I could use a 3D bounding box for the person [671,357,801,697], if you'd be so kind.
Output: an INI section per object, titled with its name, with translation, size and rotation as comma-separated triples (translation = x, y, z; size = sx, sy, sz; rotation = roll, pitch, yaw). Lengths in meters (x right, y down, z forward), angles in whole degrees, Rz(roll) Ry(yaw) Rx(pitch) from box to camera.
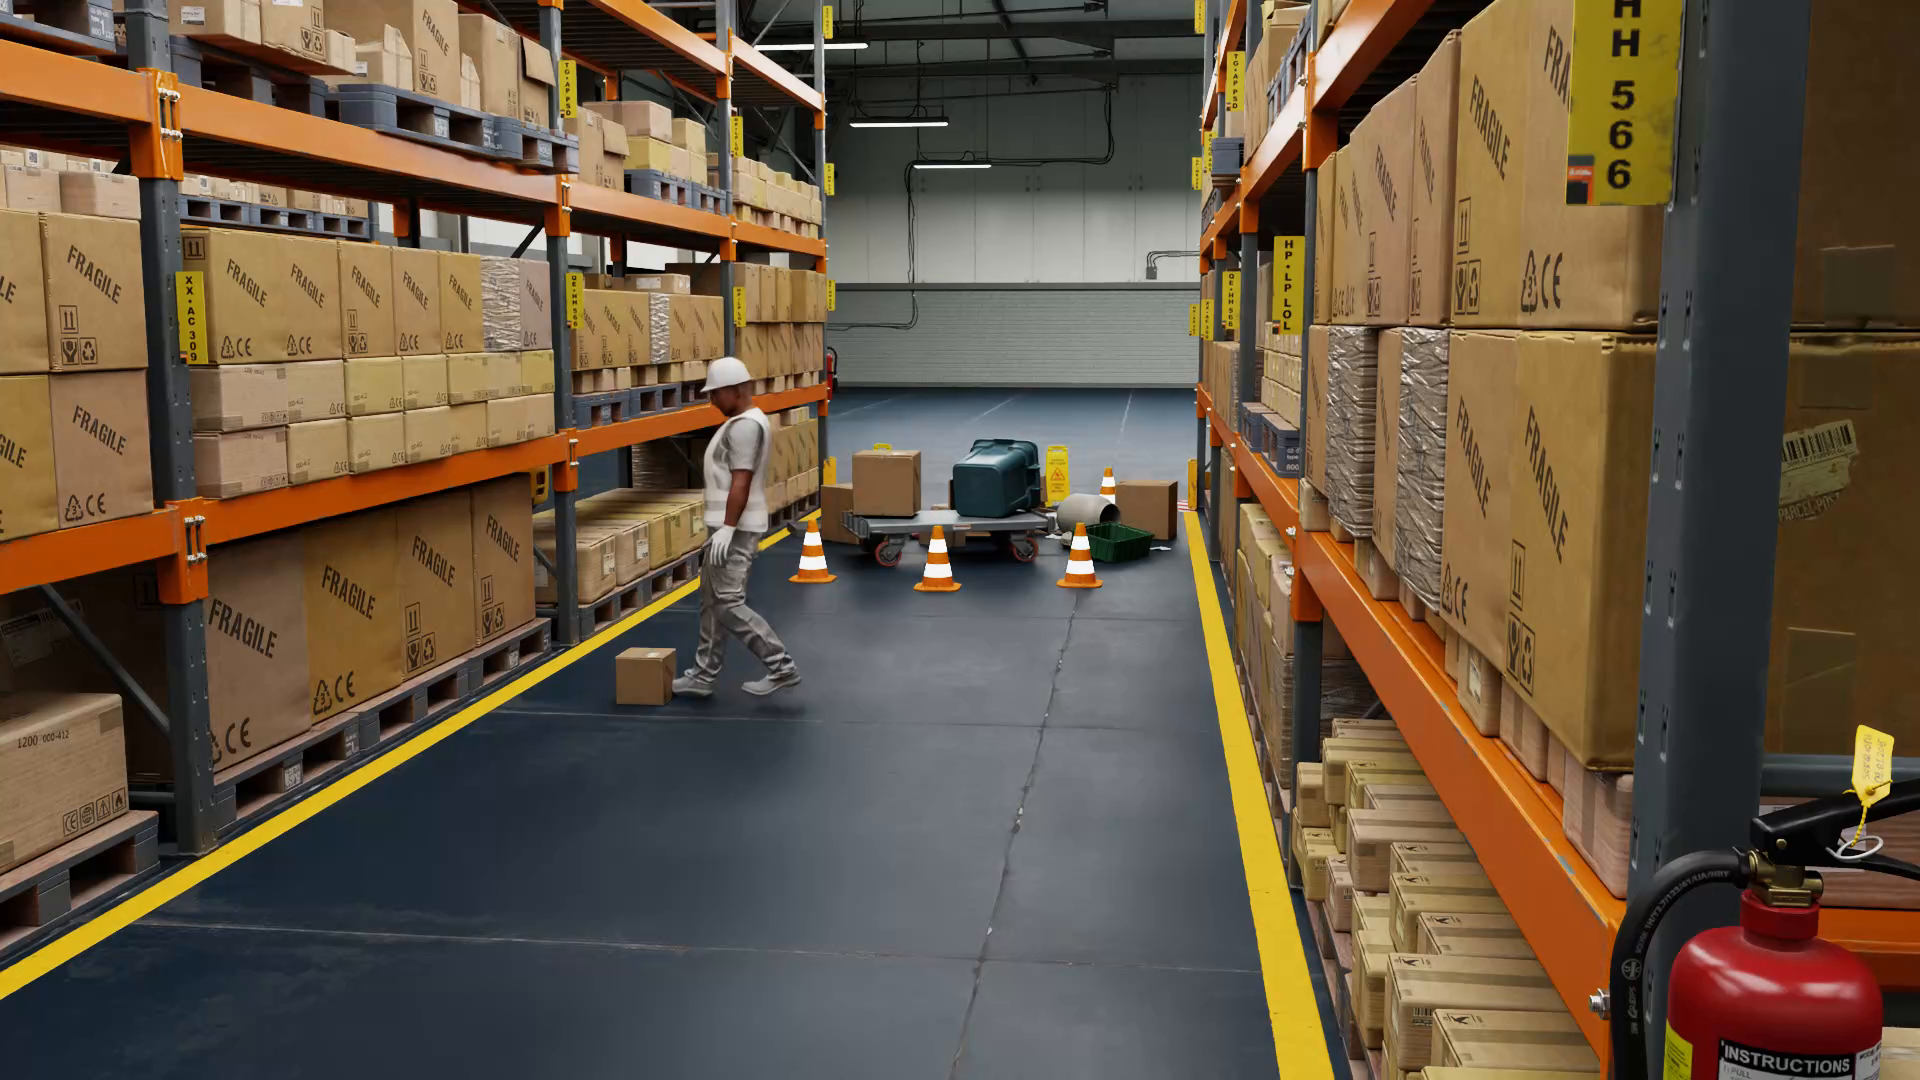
[person]
translation = -1.202, -0.047, 8.504
size = 0.772, 1.766, 0.606
rotation = 0, 8, -2
